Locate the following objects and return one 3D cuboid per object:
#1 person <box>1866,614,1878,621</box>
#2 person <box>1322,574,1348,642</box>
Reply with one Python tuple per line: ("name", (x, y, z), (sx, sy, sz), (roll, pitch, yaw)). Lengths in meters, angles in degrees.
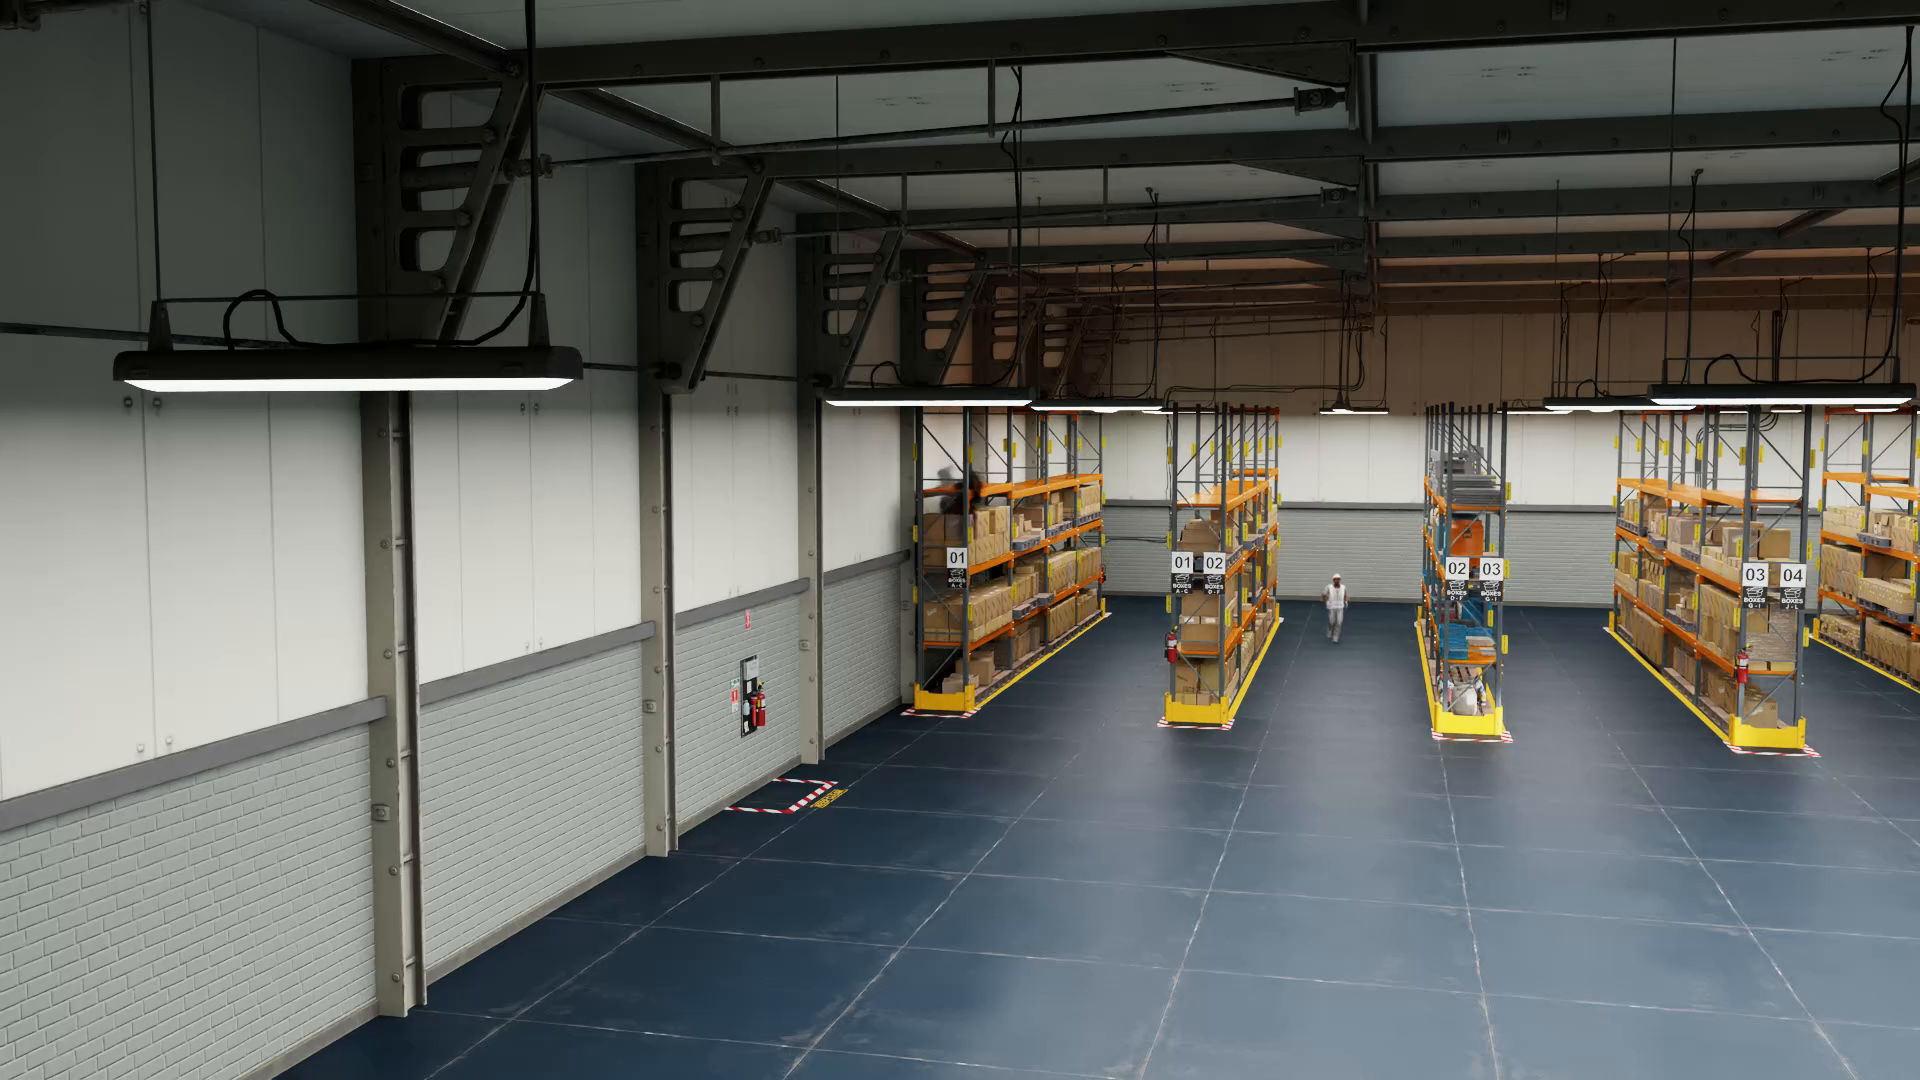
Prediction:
("person", (23.901, 1.653, 43.798), (0.728, 1.684, 0.572), (-1, 4, -17))
("person", (9.559, 1.730, 42.279), (0.661, 1.736, 0.589), (0, 4, 0))
